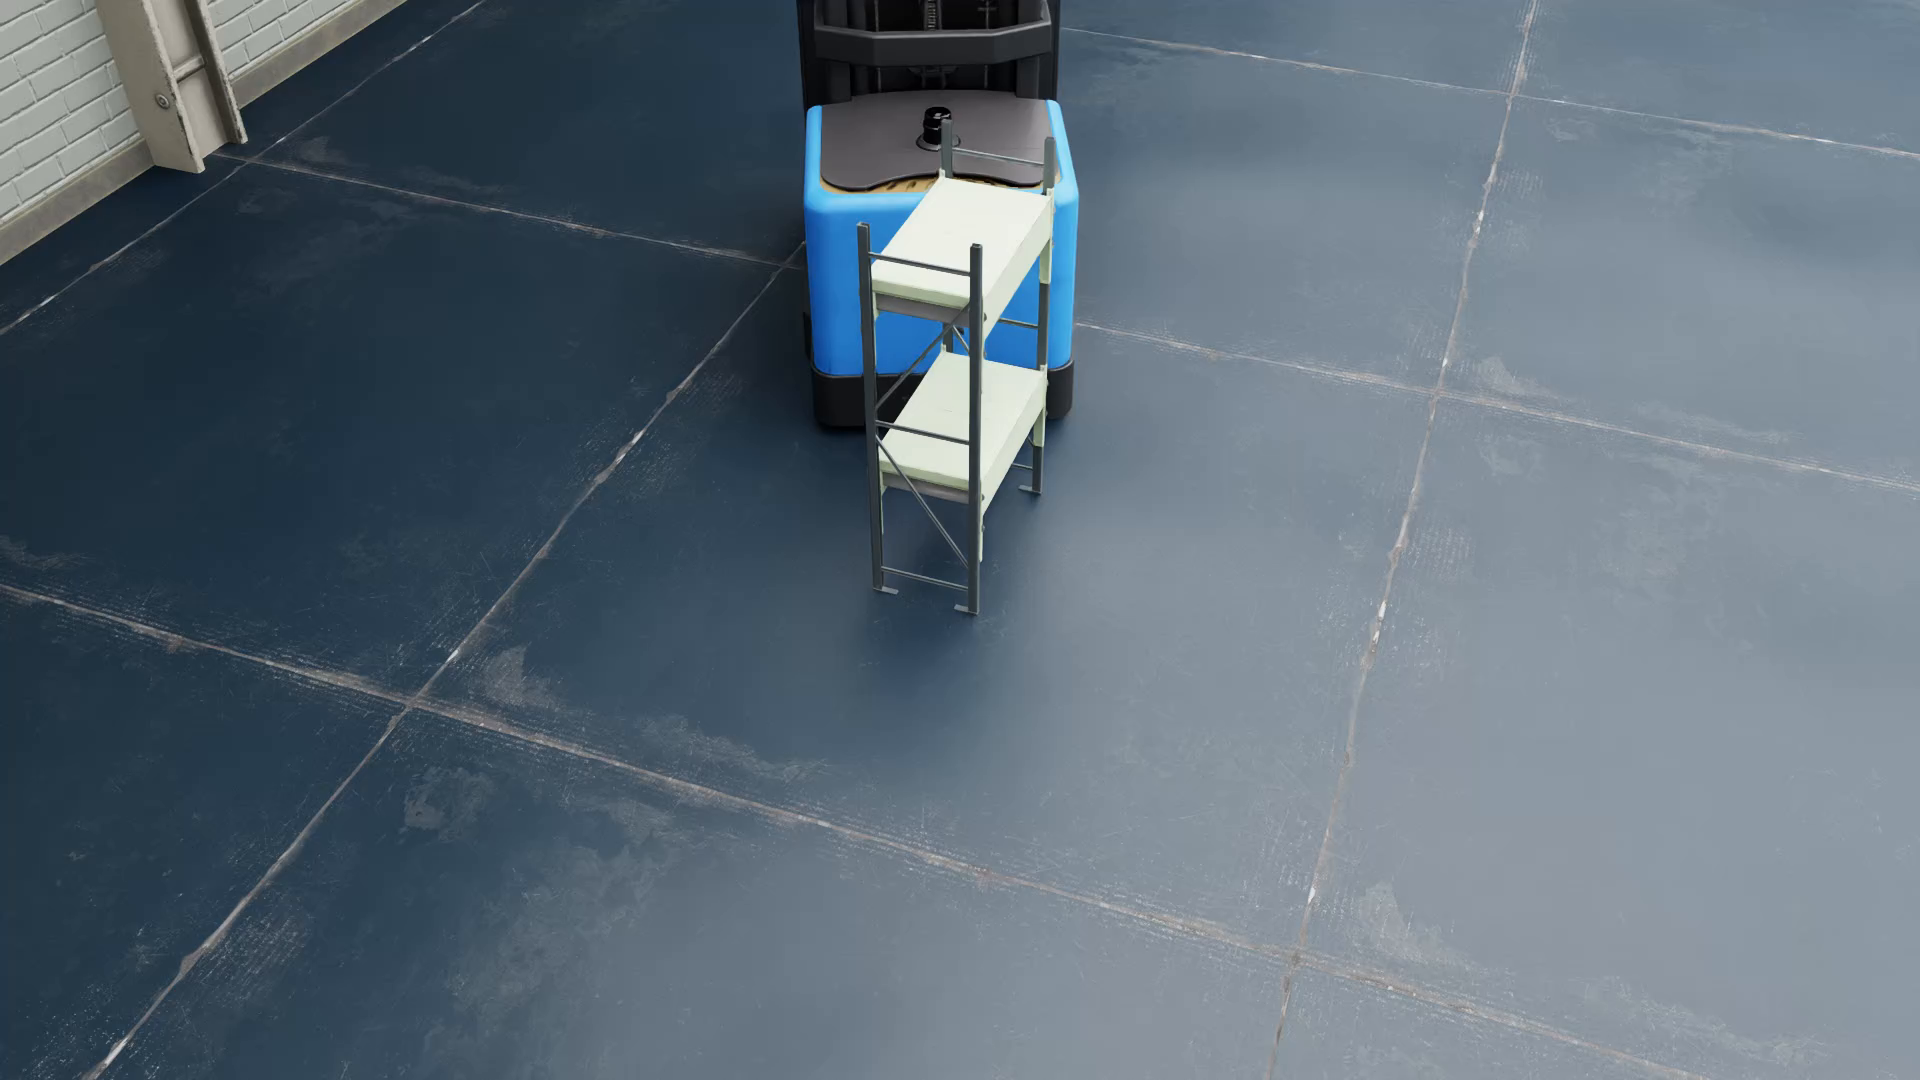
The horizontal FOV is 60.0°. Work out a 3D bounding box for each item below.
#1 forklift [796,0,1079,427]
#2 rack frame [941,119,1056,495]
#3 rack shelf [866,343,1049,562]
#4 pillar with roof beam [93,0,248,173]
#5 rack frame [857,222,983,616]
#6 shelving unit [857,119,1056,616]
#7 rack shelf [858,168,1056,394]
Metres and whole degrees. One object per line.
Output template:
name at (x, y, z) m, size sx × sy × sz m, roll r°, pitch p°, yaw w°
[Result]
forklift at (-0.142, -2.511, 6.935) m, size 1.130 × 2.935 × 3.031 m, roll -2°, pitch 41°, yaw -2°
rack frame at (0.127, -0.798, 6.030) m, size 0.400 × 1.500 × 0.023 m, roll 13°, pitch 42°, yaw 15°
rack shelf at (0.002, -0.327, 5.980) m, size 0.431 × 0.370 × 0.720 m, roll 13°, pitch 42°, yaw 15°
pillar with roof beam at (0.109, -4.480, 4.567) m, size 9.100 × 9.000 × 0.400 m, roll 13°, pitch 42°, yaw 15°
rack frame at (-0.123, -0.351, 5.506) m, size 0.400 × 1.500 × 0.023 m, roll 13°, pitch 42°, yaw 15°
shelving unit at (0.002, -0.575, 5.768) m, size 0.431 × 1.500 × 0.755 m, roll 13°, pitch 42°, yaw 15°
rack shelf at (0.002, -0.872, 5.515) m, size 0.431 × 0.370 × 0.720 m, roll 13°, pitch 42°, yaw 15°
